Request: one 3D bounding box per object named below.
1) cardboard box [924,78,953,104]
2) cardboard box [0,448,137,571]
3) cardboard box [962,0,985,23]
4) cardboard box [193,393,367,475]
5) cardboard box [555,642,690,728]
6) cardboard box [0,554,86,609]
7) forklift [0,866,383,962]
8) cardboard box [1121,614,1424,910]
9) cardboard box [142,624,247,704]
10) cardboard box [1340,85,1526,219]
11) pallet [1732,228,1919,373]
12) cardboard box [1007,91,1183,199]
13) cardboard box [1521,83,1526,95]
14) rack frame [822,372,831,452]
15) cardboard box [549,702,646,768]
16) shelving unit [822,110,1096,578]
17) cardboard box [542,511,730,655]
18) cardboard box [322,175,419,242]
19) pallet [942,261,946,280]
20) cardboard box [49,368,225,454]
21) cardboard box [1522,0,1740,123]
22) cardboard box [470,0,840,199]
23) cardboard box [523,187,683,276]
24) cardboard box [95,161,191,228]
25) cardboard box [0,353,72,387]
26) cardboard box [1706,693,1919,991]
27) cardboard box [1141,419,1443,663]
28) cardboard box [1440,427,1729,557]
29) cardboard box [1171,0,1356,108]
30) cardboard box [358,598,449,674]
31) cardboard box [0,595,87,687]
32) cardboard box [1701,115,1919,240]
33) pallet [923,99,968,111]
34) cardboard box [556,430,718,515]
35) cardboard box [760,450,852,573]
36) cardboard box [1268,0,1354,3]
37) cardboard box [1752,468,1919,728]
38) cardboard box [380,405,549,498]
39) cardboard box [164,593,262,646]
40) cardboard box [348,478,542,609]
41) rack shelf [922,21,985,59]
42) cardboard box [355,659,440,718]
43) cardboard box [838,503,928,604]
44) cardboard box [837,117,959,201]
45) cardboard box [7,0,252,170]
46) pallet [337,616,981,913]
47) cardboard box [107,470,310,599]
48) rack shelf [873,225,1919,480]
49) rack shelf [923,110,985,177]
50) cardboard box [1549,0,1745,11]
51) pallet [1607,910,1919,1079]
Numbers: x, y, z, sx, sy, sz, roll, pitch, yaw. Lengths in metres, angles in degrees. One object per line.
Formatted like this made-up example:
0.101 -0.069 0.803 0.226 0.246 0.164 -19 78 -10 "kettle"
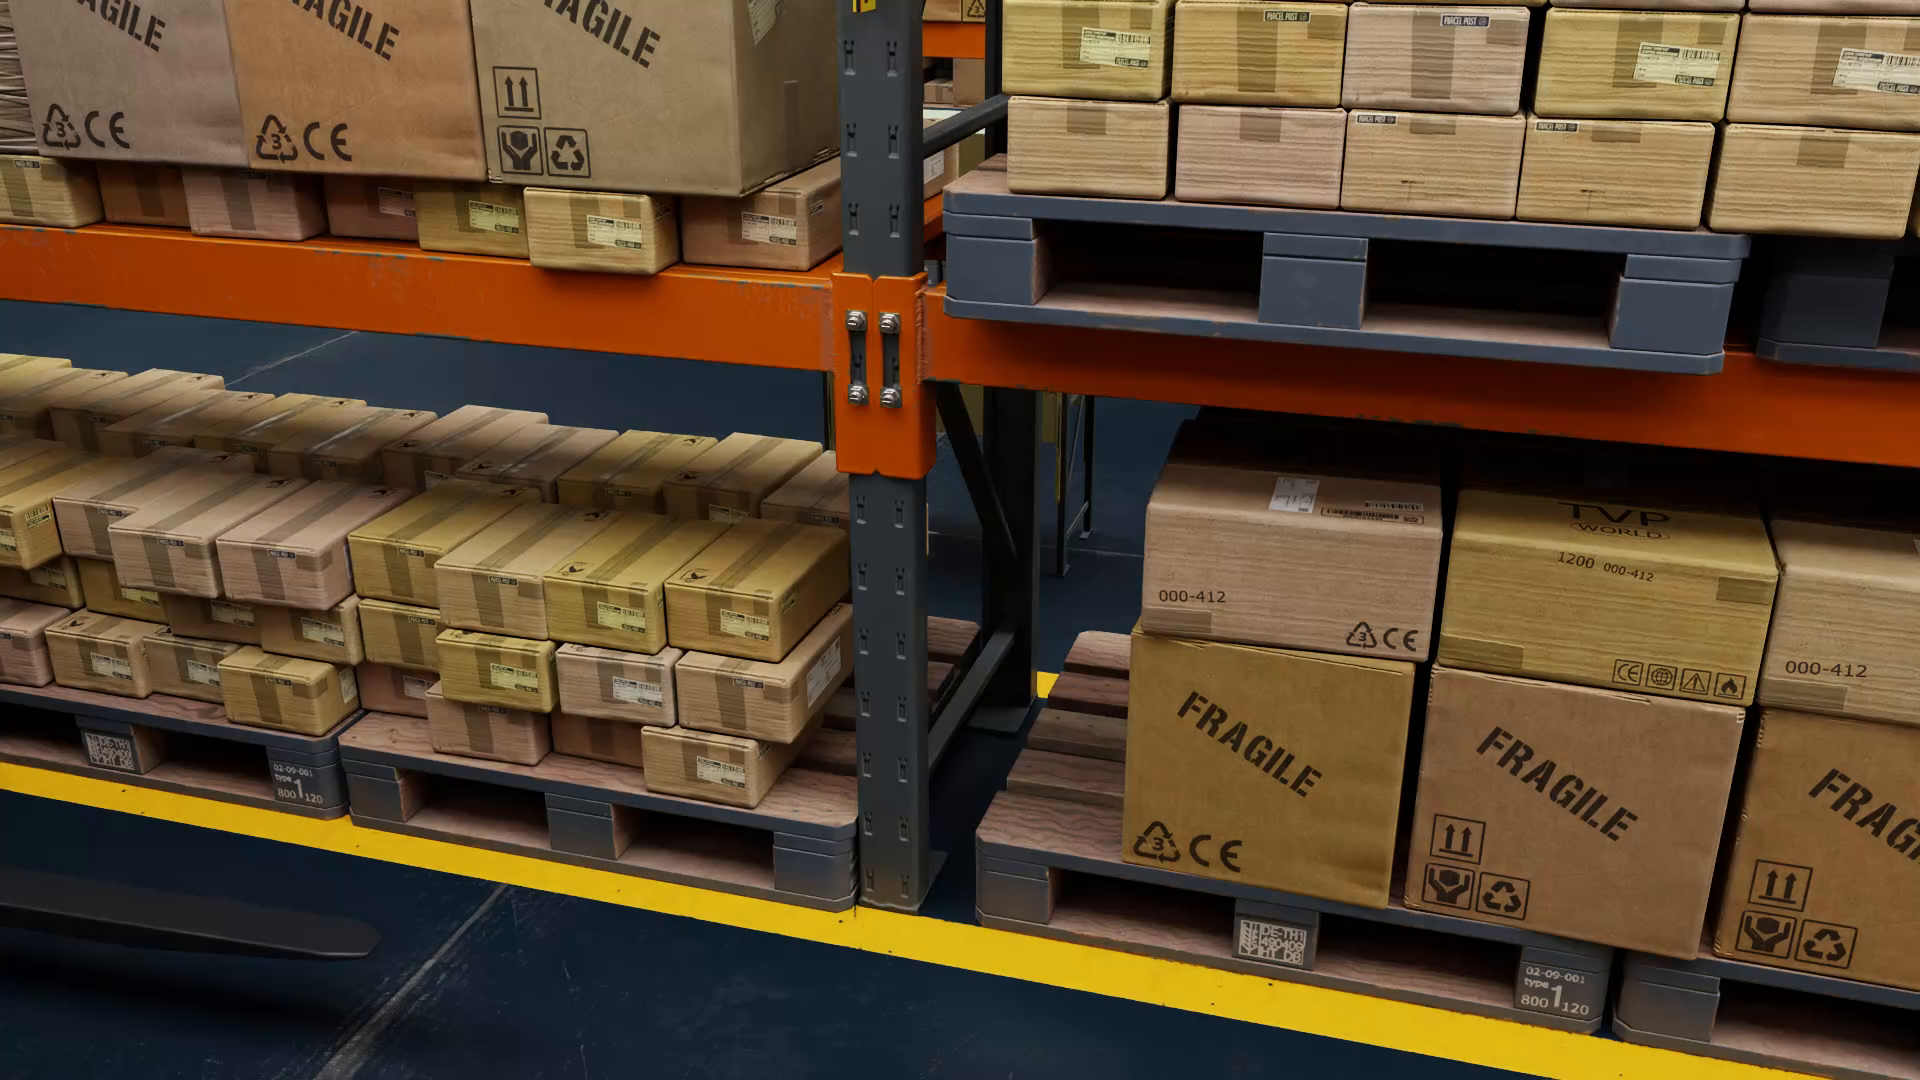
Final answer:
-0.117 -3.572 13.230 0.250 0.149 0.380 6 23 13 "cardboard box"
-2.165 -0.078 3.928 0.250 0.149 0.380 7 23 16 "cardboard box"
0.317 -2.675 7.708 0.500 0.500 0.500 6 23 14 "cardboard box"
-1.763 -0.251 4.350 0.250 0.149 0.380 7 23 16 "cardboard box"
-0.660 0.236 3.554 0.250 0.149 0.380 5 23 13 "cardboard box"
-2.133 0.014 4.095 0.250 0.149 0.380 8 24 18 "cardboard box"
-2.575 -0.452 2.509 3.031 2.935 1.130 5 23 12 "forklift"
0.627 0.332 3.248 0.500 0.500 0.500 7 23 18 "cardboard box"
-1.699 0.232 3.956 0.250 0.149 0.380 7 23 17 "cardboard box"
0.745 -0.618 2.602 0.250 0.149 0.380 7 23 16 "cardboard box"
1.918 -0.482 2.746 1.213 0.211 1.003 7 23 16 "pallet"
0.240 -0.675 2.741 0.250 0.149 0.380 5 23 13 "cardboard box"
1.160 -0.830 3.118 0.250 0.149 0.380 5 23 13 "cardboard box"
-0.344 -0.733 5.081 0.023 1.500 0.400 7 23 16 "rack frame"
-0.703 0.339 3.693 0.250 0.149 0.380 7 23 17 "cardboard box"
0.006 -0.693 4.984 0.755 1.500 0.431 7 23 16 "shelving unit"
-0.676 0.084 3.532 0.250 0.149 0.380 7 23 16 "cardboard box"
-1.089 -0.730 3.429 0.250 0.149 0.380 6 23 14 "cardboard box"
0.623 -1.439 8.499 1.213 0.211 1.003 7 23 16 "pallet"
-2.242 -0.339 4.563 0.250 0.149 0.380 7 23 17 "cardboard box"
0.985 -0.729 2.479 0.250 0.149 0.380 6 23 13 "cardboard box"
-0.549 -0.942 3.089 0.500 0.500 0.500 7 23 16 "cardboard box"
-0.623 -0.626 3.175 0.250 0.149 0.380 6 23 14 "cardboard box"
-1.599 -0.780 3.551 0.250 0.149 0.380 6 23 15 "cardboard box"
-2.745 -0.400 4.711 0.250 0.149 0.380 6 23 14 "cardboard box"
1.639 0.442 2.980 0.500 0.500 0.500 7 23 16 "cardboard box"
0.627 -0.015 3.106 0.500 0.250 0.500 6 23 13 "cardboard box"
1.270 -0.141 3.414 0.500 0.250 0.500 8 24 18 "cardboard box"
0.489 -0.785 2.617 0.250 0.149 0.380 6 23 14 "cardboard box"
-1.134 0.150 3.764 0.250 0.149 0.380 7 23 16 "cardboard box"
-2.212 0.196 4.042 0.250 0.149 0.380 5 23 13 "cardboard box"
1.229 -0.562 2.466 0.250 0.149 0.380 6 23 13 "cardboard box"
-0.234 -3.474 13.460 1.213 0.211 1.003 7 23 16 "pallet"
-0.777 -0.132 4.060 0.250 0.149 0.380 6 23 15 "cardboard box"
-0.274 -0.071 3.910 0.250 0.149 0.380 8 23 18 "cardboard box"
0.509 -0.922 2.559 0.250 0.149 0.380 7 23 17 "cardboard box"
1.624 0.100 2.826 0.500 0.250 0.500 7 23 18 "cardboard box"
-1.253 -0.210 4.249 0.250 0.149 0.380 7 23 17 "cardboard box"
-1.634 0.092 3.904 0.250 0.149 0.380 5 23 13 "cardboard box"
-1.142 0.003 3.730 0.250 0.149 0.380 7 23 17 "cardboard box"
-0.586 -2.503 8.368 4.000 0.370 1.077 7 23 16 "rack shelf"
-1.191 0.261 3.885 0.250 0.149 0.380 6 23 14 "cardboard box"
-0.259 0.024 4.071 0.250 0.149 0.380 8 24 18 "cardboard box"
-0.181 -0.841 3.699 0.250 0.149 0.380 7 23 17 "cardboard box"
-1.522 -1.054 3.363 0.500 0.500 0.500 6 23 15 "cardboard box"
-0.657 0.422 3.963 1.213 0.211 1.003 7 23 16 "pallet"
-1.690 -0.019 3.782 0.250 0.149 0.380 6 23 14 "cardboard box"
1.911 -0.255 2.888 4.000 0.370 1.077 7 23 16 "rack shelf"
0.006 -1.054 4.836 0.720 0.370 0.431 7 23 16 "rack shelf"
0.992 -0.865 2.419 0.250 0.149 0.380 6 23 15 "cardboard box"
1.913 0.701 3.284 1.213 0.211 1.003 7 23 16 "pallet"
